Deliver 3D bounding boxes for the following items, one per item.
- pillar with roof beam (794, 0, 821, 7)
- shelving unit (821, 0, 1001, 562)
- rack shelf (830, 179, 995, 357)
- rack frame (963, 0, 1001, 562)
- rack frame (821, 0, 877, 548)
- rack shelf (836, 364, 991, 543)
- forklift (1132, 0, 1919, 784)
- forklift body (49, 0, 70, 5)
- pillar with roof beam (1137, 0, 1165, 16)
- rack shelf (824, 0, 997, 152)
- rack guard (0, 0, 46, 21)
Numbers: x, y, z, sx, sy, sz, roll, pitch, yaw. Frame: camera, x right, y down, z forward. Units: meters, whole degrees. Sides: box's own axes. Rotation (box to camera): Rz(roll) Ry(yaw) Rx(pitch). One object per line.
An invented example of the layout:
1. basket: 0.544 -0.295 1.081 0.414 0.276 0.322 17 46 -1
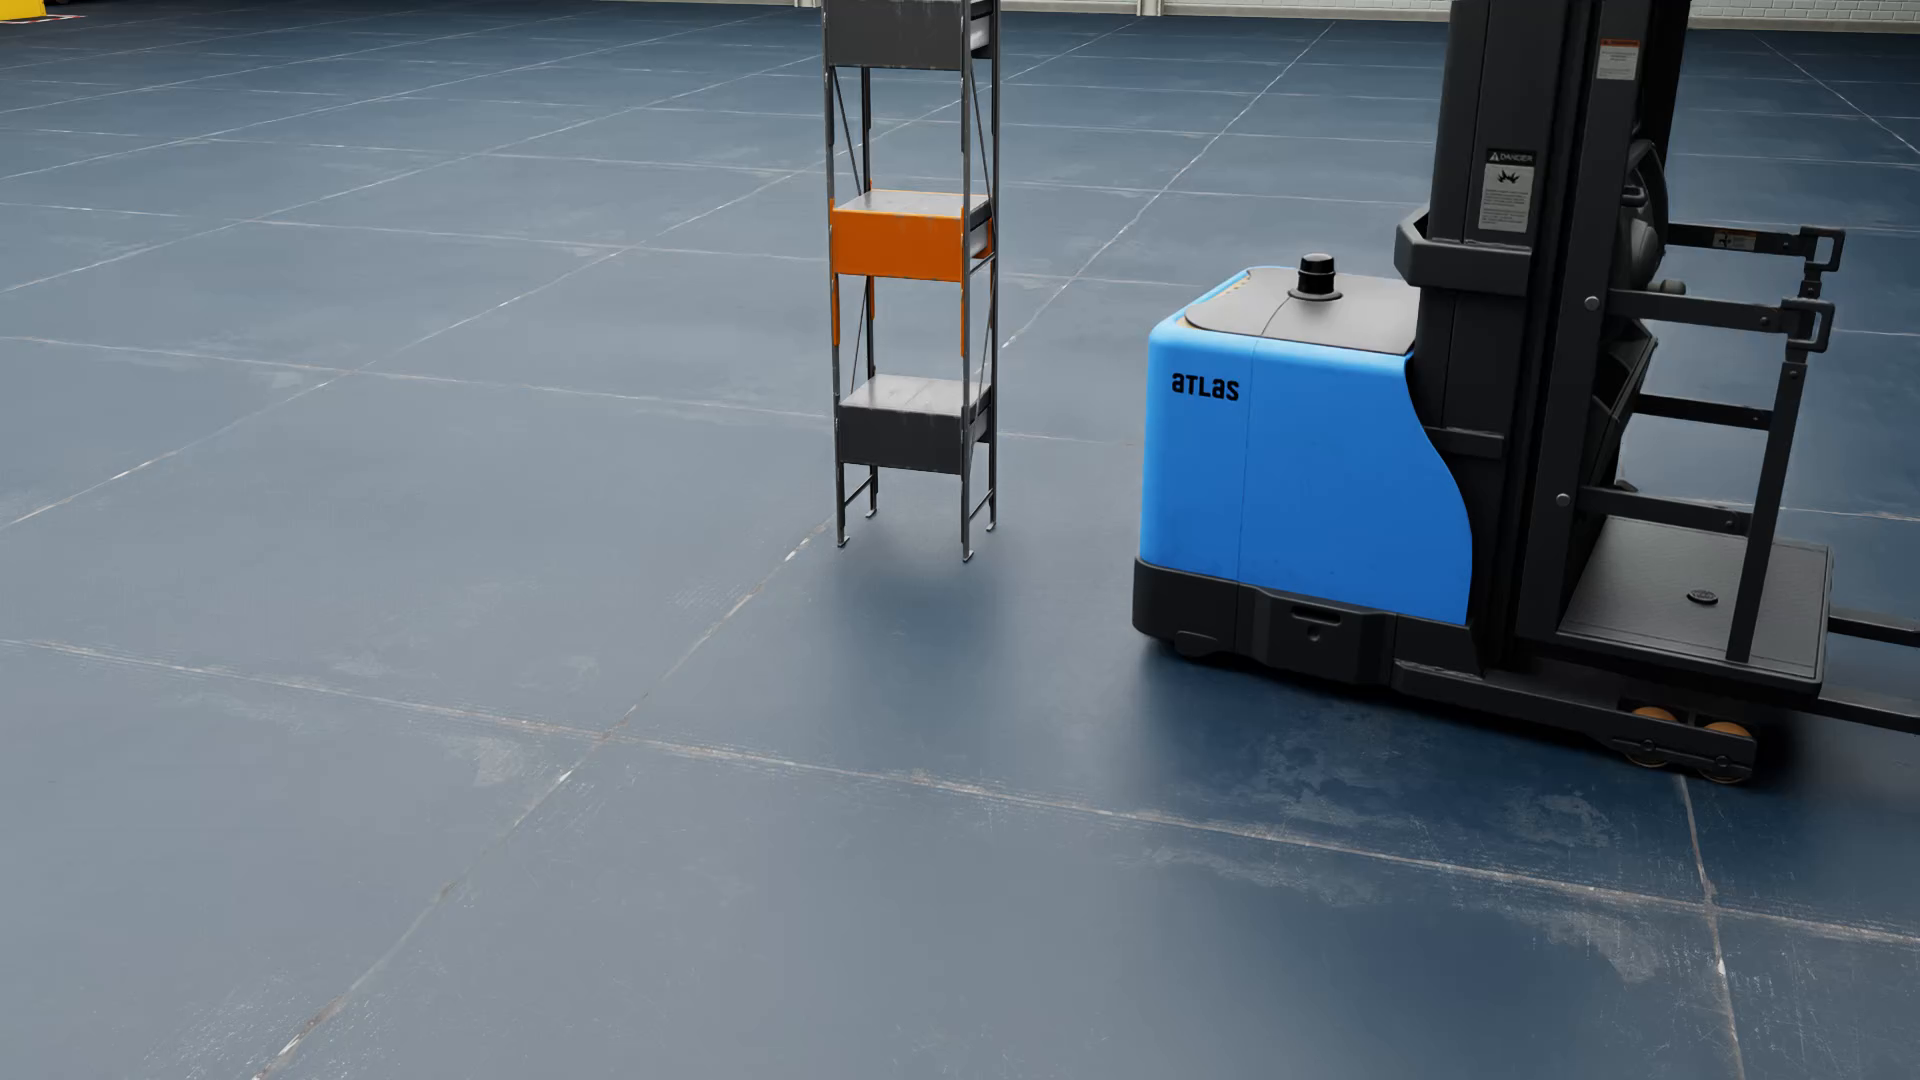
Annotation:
1. pillar with roof beam: -3.871 -11.849 23.300 0.400 9.000 9.100 7 23 16
2. shelving unit: -0.158 -0.990 5.916 0.503 2.100 0.431 7 23 16
3. rack shelf: -0.158 -0.977 5.921 0.480 0.518 0.431 7 23 16
4. rack frame: 0.075 -0.963 5.851 0.015 2.100 0.400 7 23 16
5. rack frame: -0.392 -1.016 5.981 0.015 2.100 0.400 7 23 16
6. rack shelf: -0.158 -0.329 6.187 0.480 0.518 0.431 7 23 16
7. forklift: 2.108 -0.910 4.625 3.031 2.935 1.130 11 25 25
8. forklift body: -16.052 -10.702 29.526 1.214 2.155 2.313 7 23 16
9. pillar with roof beam: 1.873 -11.192 21.696 0.400 9.000 9.100 7 23 16
10. rack shelf: -0.158 -1.625 5.655 0.480 0.518 0.431 7 23 16
11. rack guard: -15.213 -8.598 26.571 0.348 0.500 1.175 7 23 16
